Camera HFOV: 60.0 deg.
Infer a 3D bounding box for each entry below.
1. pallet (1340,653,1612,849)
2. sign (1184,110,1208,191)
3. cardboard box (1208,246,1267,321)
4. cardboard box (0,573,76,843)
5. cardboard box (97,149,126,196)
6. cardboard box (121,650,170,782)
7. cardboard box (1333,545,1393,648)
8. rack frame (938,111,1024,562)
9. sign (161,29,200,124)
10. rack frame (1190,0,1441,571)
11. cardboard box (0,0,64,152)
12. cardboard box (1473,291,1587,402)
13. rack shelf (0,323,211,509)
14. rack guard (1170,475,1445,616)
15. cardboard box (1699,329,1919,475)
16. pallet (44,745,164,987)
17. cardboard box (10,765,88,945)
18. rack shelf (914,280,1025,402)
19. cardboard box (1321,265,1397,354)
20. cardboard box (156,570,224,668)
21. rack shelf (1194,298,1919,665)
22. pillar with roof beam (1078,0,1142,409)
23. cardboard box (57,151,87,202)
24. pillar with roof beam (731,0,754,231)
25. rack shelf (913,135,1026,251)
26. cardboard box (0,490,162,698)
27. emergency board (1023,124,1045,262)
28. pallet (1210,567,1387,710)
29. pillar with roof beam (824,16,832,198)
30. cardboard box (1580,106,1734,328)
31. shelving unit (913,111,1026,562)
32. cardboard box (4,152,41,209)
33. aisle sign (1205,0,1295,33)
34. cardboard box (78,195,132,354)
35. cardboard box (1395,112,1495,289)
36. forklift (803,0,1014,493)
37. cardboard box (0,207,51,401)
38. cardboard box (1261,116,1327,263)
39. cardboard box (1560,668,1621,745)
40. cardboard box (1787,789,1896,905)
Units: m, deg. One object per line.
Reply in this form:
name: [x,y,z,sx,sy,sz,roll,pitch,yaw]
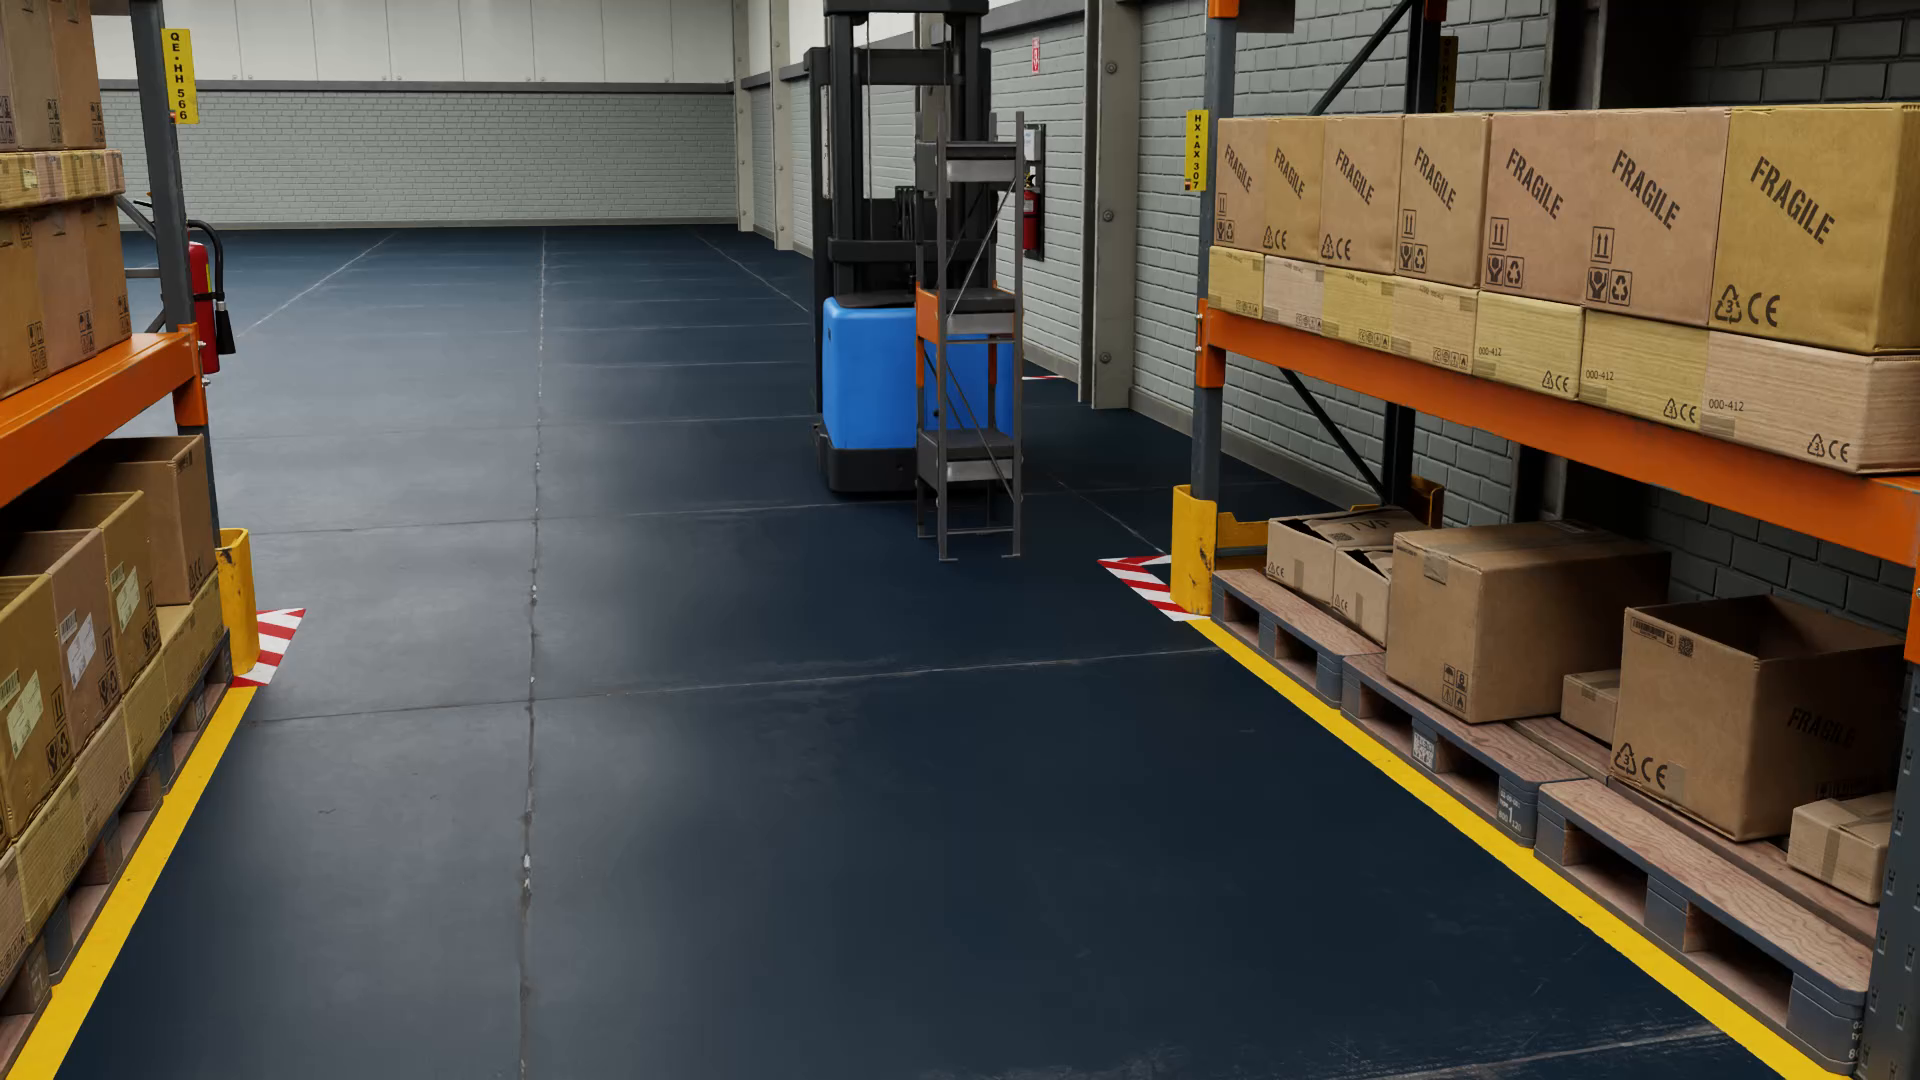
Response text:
pallet: [1.965,0.622,5.435,1.003,0.211,1.213,-3,14,-13]
sign: [0.981,-1.610,6.874,0.100,0.325,0.005,-3,14,-13]
cardboard box: [1.314,-1.027,6.583,0.500,0.250,0.500,-4,14,-15]
cardboard box: [-2.406,0.392,3.831,0.500,0.500,0.500,-3,14,-13]
cardboard box: [-3.031,-1.229,5.561,0.380,0.149,0.250,-4,14,-14]
cardboard box: [-2.645,0.526,4.864,0.500,0.250,0.500,-3,14,-13]
cardboard box: [1.717,0.168,6.156,0.500,0.311,0.500,-2,14,-9]
rack frame: [0.096,-0.926,7.791,0.400,2.100,0.015,-3,14,-13]
sign: [-2.775,-1.648,5.912,0.100,0.325,0.005,-3,14,-13]
rack frame: [1.508,-1.220,7.101,1.000,3.000,0.127,-3,14,-13]
cardboard box: [-3.068,-1.380,4.812,0.700,0.500,0.500,-4,14,-15]
cardboard box: [1.800,-0.557,4.661,0.500,0.250,0.500,-3,14,-13]
rack shelf: [-2.836,-0.132,4.164,1.077,0.370,4.000,-3,14,-13]
rack guard: [1.526,0.012,7.326,1.175,0.500,0.348,-3,14,-13]
cardboard box: [2.042,-0.327,3.717,0.500,0.250,0.500,-3,14,-13]
pallet: [-2.803,0.866,4.436,1.003,0.211,1.213,-3,14,-13]
cardboard box: [-2.406,0.756,3.920,0.500,0.250,0.500,-3,14,-13]
rack shelf: [0.039,-0.969,8.025,0.431,0.518,0.480,-3,14,-13]
cardboard box: [1.564,-0.790,5.614,0.500,0.250,0.500,-4,14,-14]
cardboard box: [-2.893,0.296,5.805,0.500,0.250,0.500,-3,14,-13]
rack shelf: [1.978,-0.409,5.298,1.077,0.370,4.000,-3,14,-13]
pillar with roof beam: [-3.080,-5.165,10.609,9.100,9.000,0.400,-3,14,-13]
cardboard box: [-2.908,-1.110,5.073,0.380,0.149,0.250,-3,14,-14]
pillar with roof beam: [-8.717,-10.702,33.271,9.100,9.000,0.400,-3,14,-13]
rack shelf: [0.039,-1.649,7.859,0.431,0.518,0.480,-3,14,-13]
cardboard box: [-2.642,0.161,4.775,0.500,0.500,0.500,-3,14,-13]
emergency board: [0.561,-3.063,14.645,0.194,1.169,0.643,-3,14,-13]
pallet: [1.682,0.341,6.585,1.003,0.211,1.213,-3,14,-13]
pillar with roof beam: [-5.899,-7.934,21.940,9.100,9.000,0.400,-3,14,-13]
cardboard box: [1.913,-0.805,4.096,0.500,0.500,0.500,-3,14,-14]
shelving unit: [0.039,-0.982,8.022,0.431,2.100,0.503,-3,14,-13]
cardboard box: [-2.789,-0.991,4.587,0.380,0.149,0.250,-3,14,-11]
aisle sign: [1.200,-2.483,6.792,0.394,0.787,0.004,-3,14,-13]
cardboard box: [-3.209,-0.883,5.512,0.700,0.500,0.500,-3,14,-13]
cardboard box: [1.683,-1.042,5.065,0.500,0.500,0.500,-3,14,-11]
forklift: [-0.392,-1.988,10.389,1.130,2.935,3.031,-2,14,-8]
cardboard box: [-2.970,-0.648,4.547,0.700,0.500,0.500,-3,14,-13]
cardboard box: [1.434,-1.280,6.039,0.500,0.500,0.500,-3,14,-13]
cardboard box: [2.091,0.504,5.125,0.380,0.149,0.250,-4,14,-18]
cardboard box: [2.293,0.744,4.106,0.380,0.166,0.250,-5,15,-21]
